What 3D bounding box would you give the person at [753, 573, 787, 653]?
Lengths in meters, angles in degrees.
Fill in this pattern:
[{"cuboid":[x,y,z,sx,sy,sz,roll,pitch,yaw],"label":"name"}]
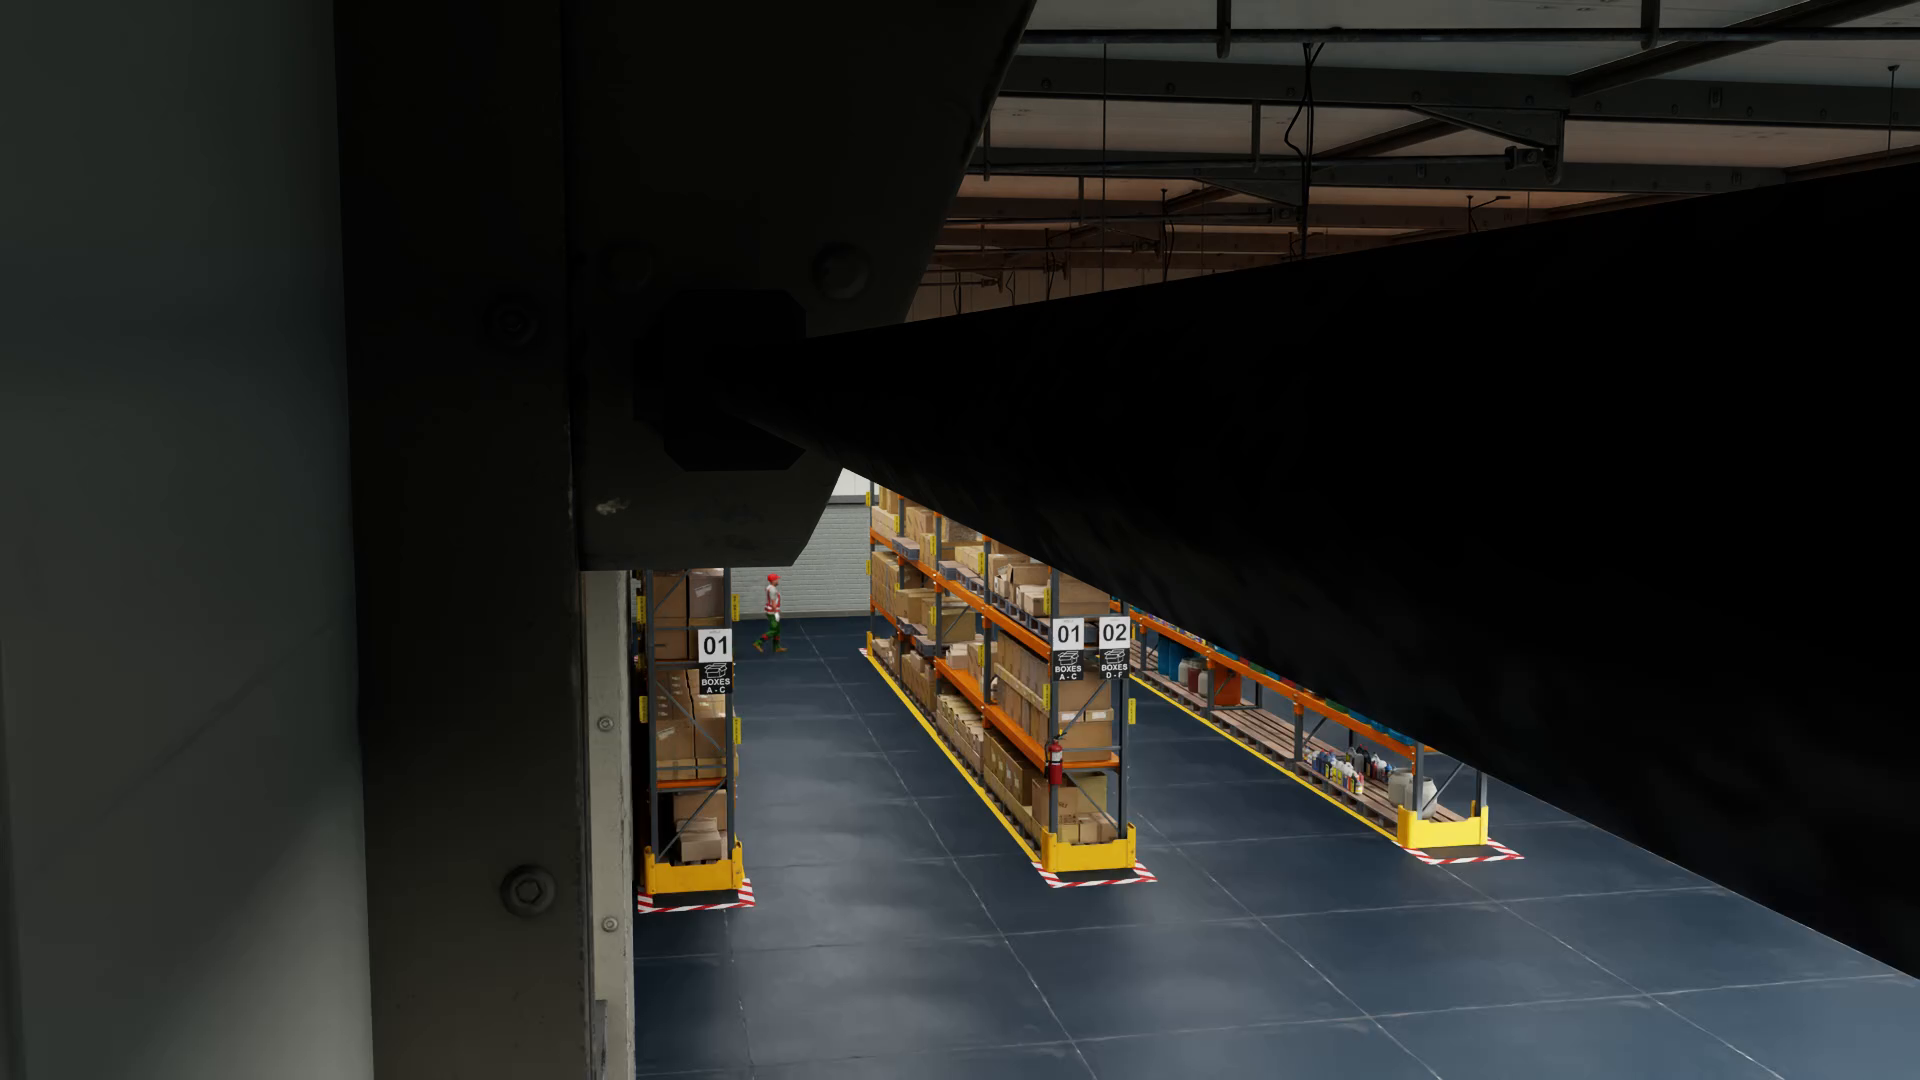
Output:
[{"cuboid":[-4.187,1.623,36.539,0.841,1.767,0.574,-3,7,-24],"label":"person"}]
